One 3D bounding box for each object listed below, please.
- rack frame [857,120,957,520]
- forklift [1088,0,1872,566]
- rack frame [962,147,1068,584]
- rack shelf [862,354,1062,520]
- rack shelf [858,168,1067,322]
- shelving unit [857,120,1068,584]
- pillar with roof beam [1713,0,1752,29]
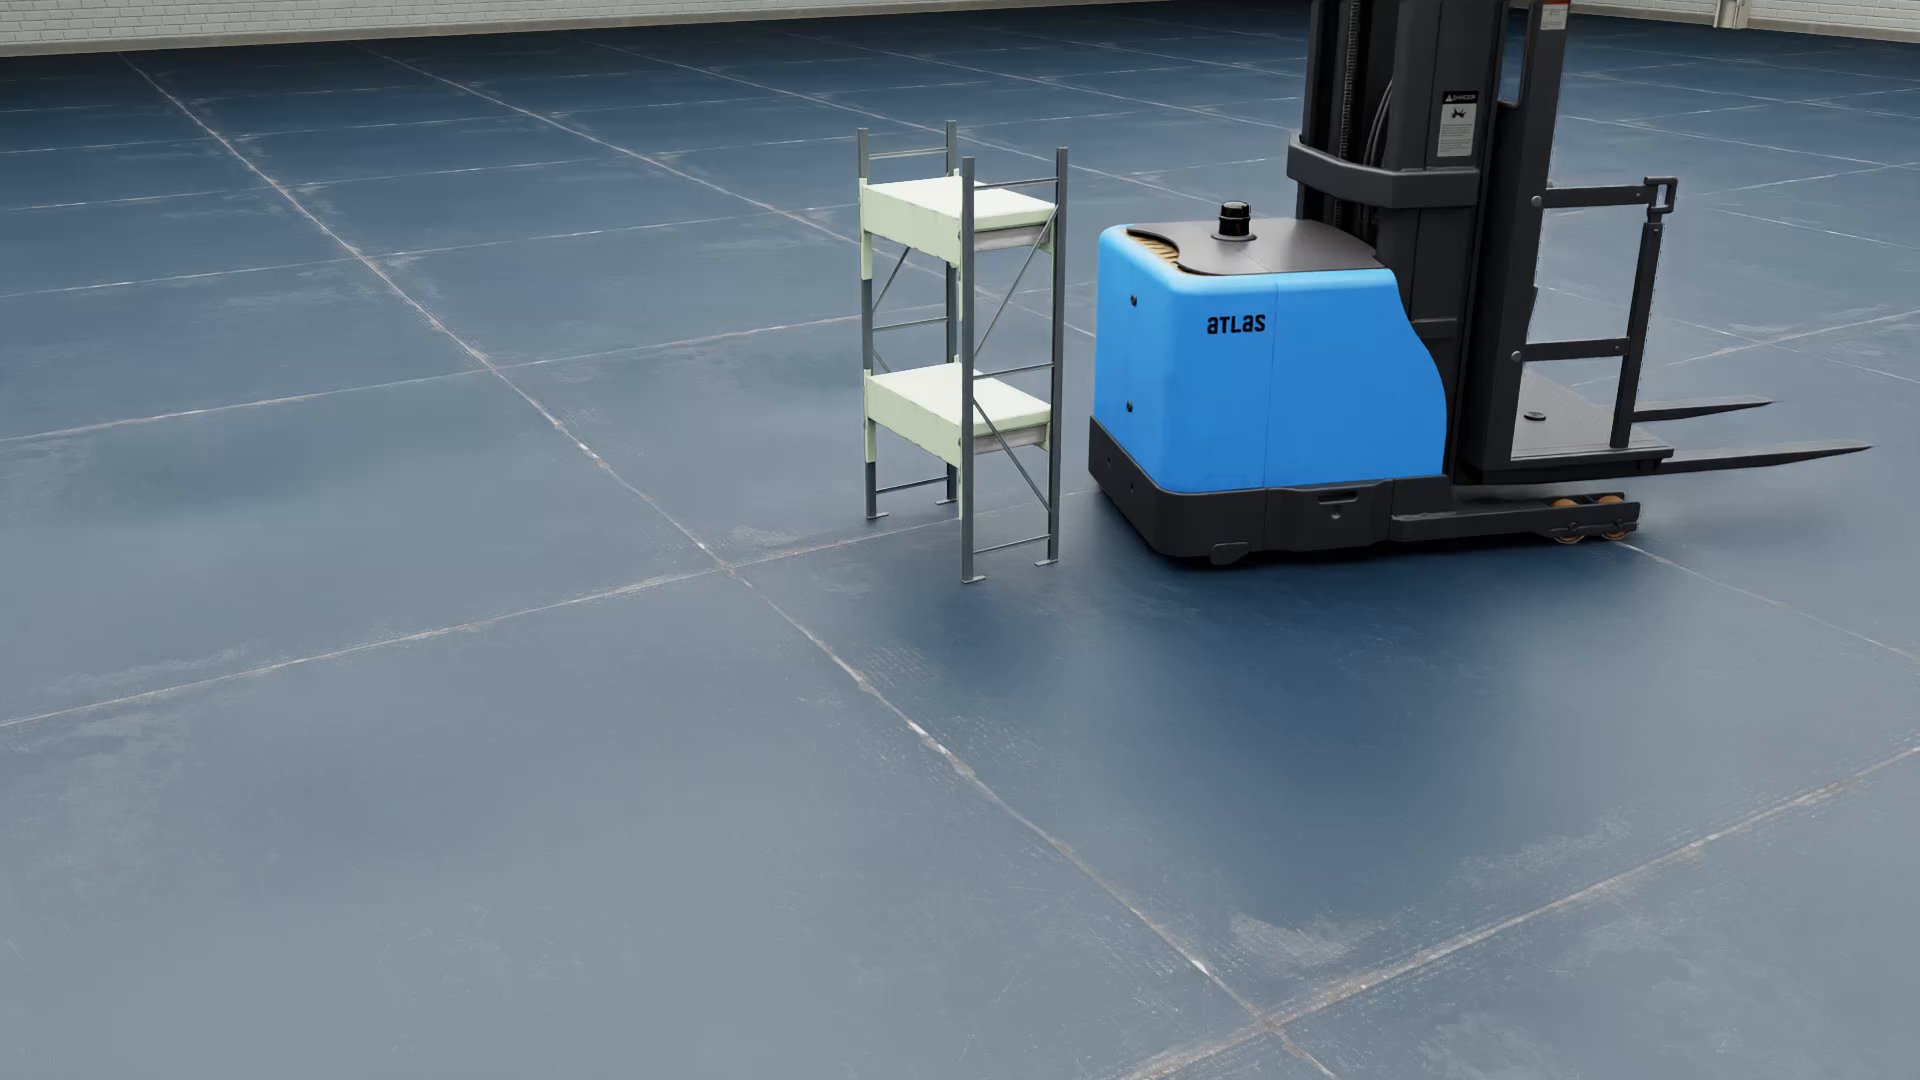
[{"bbox_3d":[-0.190,-0.815,6.326,0.400,1.500,0.023,-13,25,-28],"label":"rack frame"},{"bbox_3d":[2.097,-1.532,6.187,3.031,2.935,1.130,-5,23,-11],"label":"forklift"},{"bbox_3d":[0.184,-0.578,5.743,0.400,1.500,0.023,-13,25,-28],"label":"rack frame"},{"bbox_3d":[-0.003,-0.395,6.157,0.431,0.370,0.720,-13,25,-28],"label":"rack shelf"},{"bbox_3d":[-0.003,-1.058,5.887,0.431,0.370,0.720,-13,25,-28],"label":"rack shelf"},{"bbox_3d":[-0.003,-0.697,6.034,0.431,1.500,0.755,-13,25,-28],"label":"shelving unit"},{"bbox_3d":[8.397,-11.390,22.383,9.100,9.000,0.400,-13,25,-28],"label":"pillar with roof beam"}]
